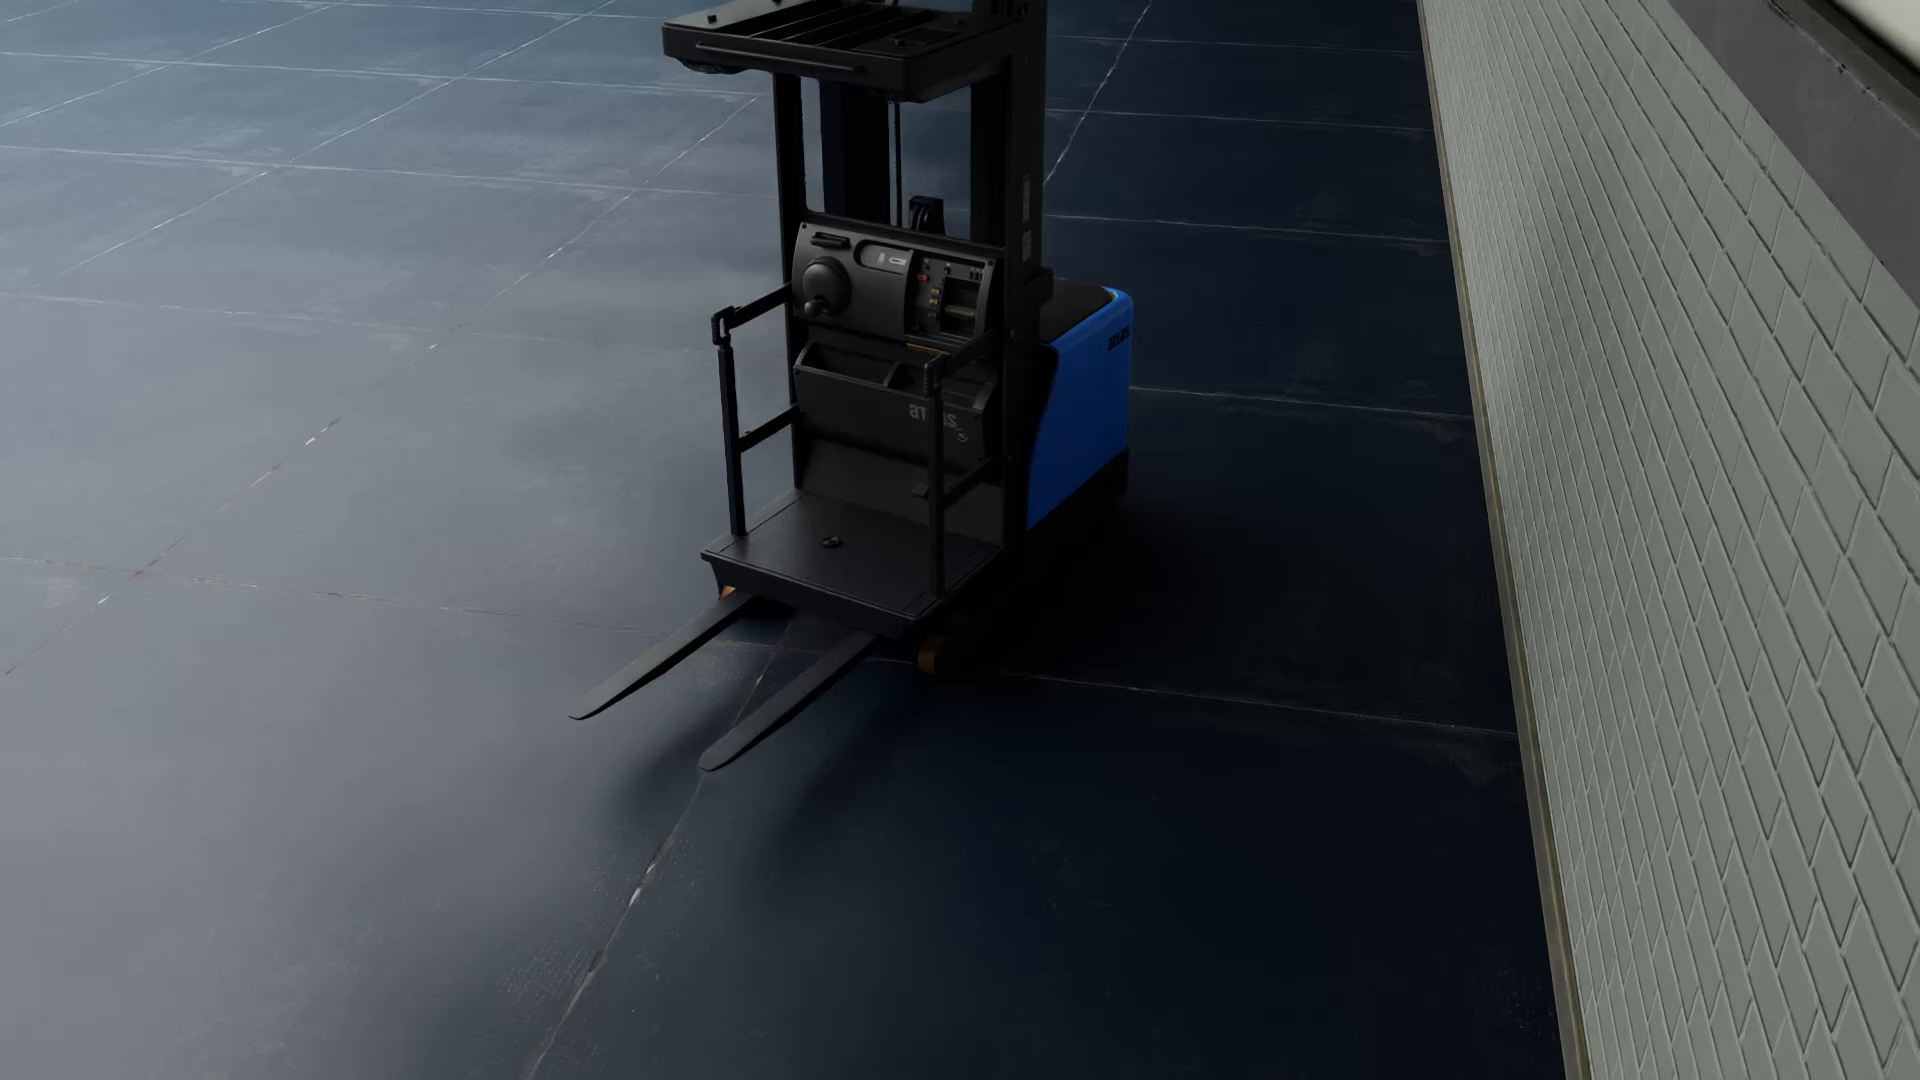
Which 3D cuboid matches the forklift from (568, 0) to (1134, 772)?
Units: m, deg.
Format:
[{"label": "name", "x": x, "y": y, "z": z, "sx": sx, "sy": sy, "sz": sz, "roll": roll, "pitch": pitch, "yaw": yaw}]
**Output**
[{"label": "forklift", "x": -0.381, "y": -0.988, "z": 6.503, "sx": 1.130, "sy": 2.935, "sz": 3.031, "roll": 16, "pitch": 33, "yaw": 27}]
